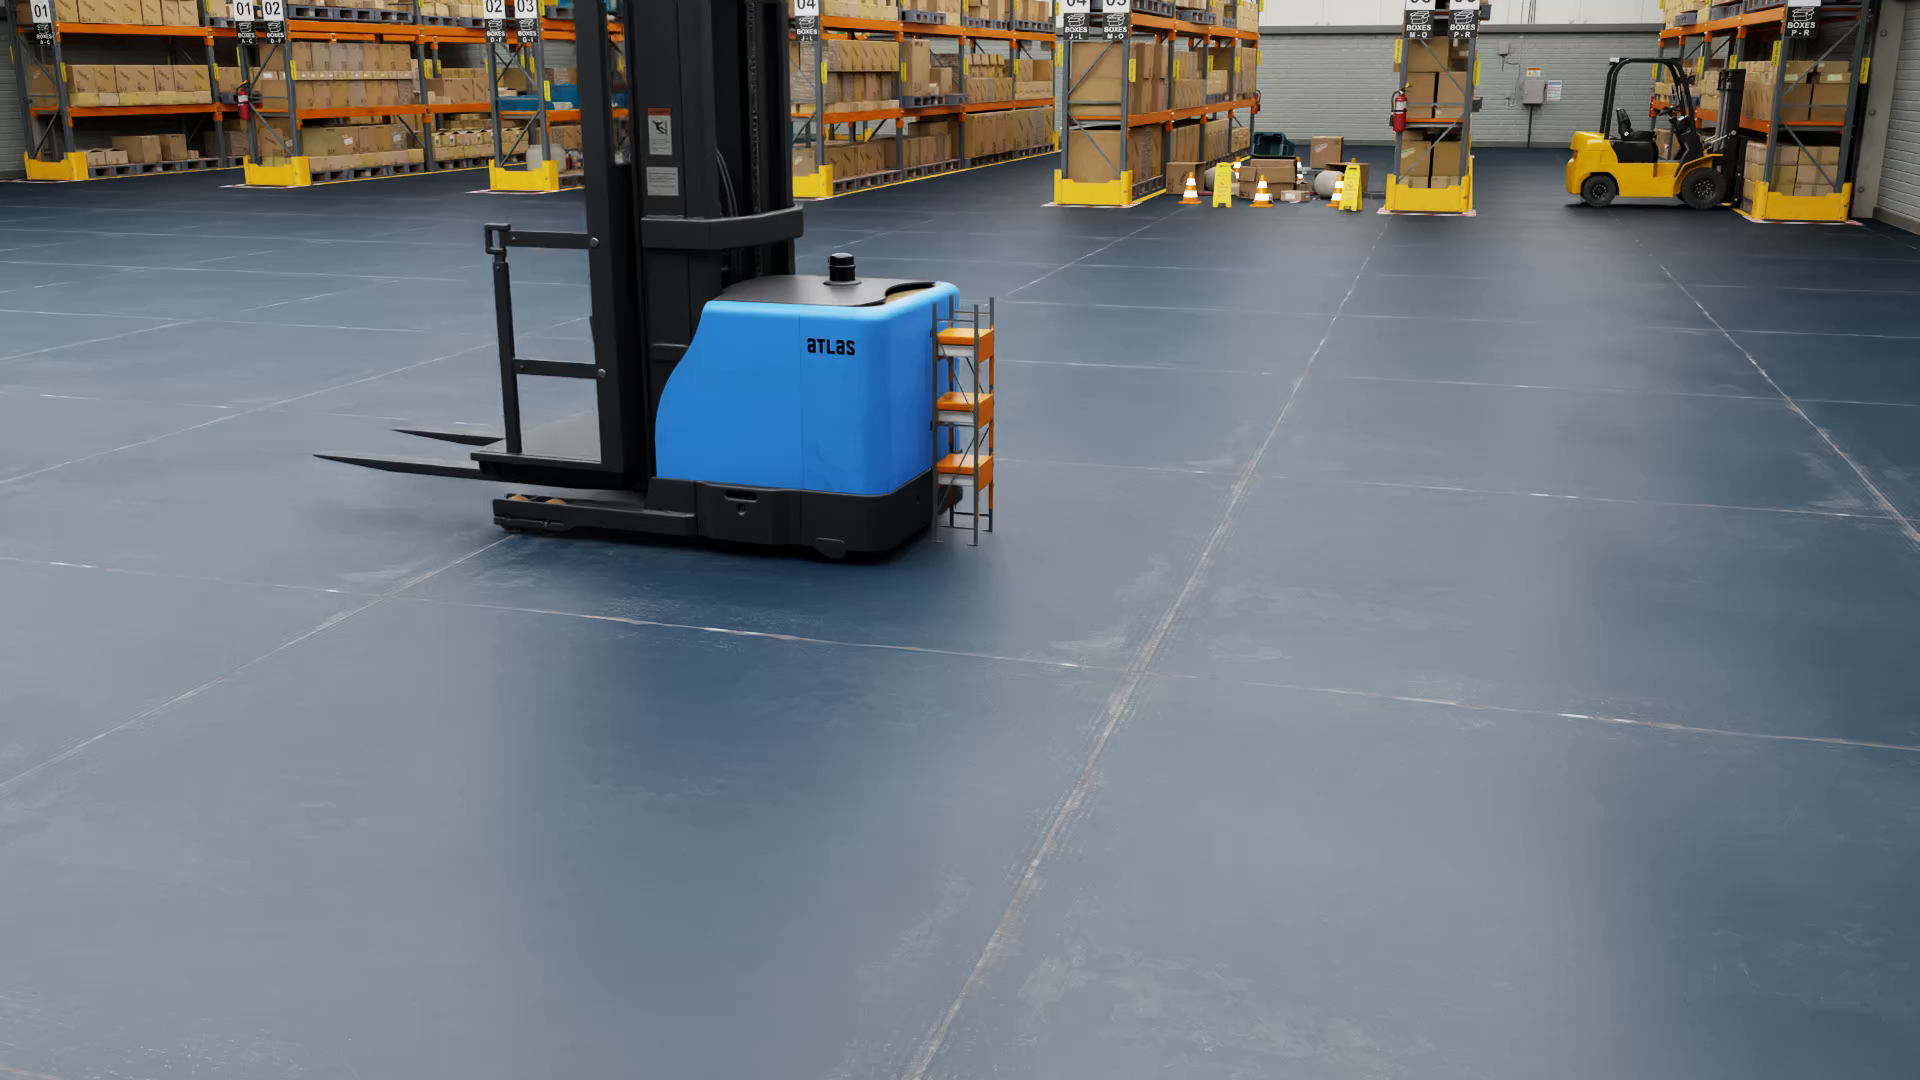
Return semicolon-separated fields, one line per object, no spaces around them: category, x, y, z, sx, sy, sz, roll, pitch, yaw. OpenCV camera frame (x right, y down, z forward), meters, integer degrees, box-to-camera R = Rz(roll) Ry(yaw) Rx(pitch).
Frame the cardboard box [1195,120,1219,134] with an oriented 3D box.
cardboard box;5.046;-8.498;34.230;0.500;0.250;0.500;5;17;16

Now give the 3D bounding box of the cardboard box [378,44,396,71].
cardboard box;-11.302;-9.272;31.961;0.700;0.500;0.500;5;16;16

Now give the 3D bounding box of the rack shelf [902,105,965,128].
rack shelf;-0.974;-8.257;32.260;1.077;0.370;4.000;5;16;16

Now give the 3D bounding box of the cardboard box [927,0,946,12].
cardboard box;-0.592;-10.450;32.079;0.500;0.500;0.500;5;17;17

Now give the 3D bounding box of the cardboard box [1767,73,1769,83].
cardboard box;11.670;-6.549;23.551;0.380;0.149;0.250;5;16;15

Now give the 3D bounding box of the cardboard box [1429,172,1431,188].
cardboard box;7.092;-5.648;26.015;0.500;0.250;0.500;4;16;14

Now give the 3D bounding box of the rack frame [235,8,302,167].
rack frame;-12.176;-7.802;29.340;1.000;3.000;0.127;5;16;16

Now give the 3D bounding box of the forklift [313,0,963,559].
forklift;-1.561;-1.554;7.435;3.031;2.935;1.130;5;17;19

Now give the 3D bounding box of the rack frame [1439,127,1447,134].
rack frame;7.959;-7.311;27.608;1.000;3.000;0.127;5;16;16

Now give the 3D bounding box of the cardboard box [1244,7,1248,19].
cardboard box;6.127;-11.741;37.087;0.500;0.250;0.500;5;17;17

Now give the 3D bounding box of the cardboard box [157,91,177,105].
cardboard box;-15.912;-8.759;32.953;0.500;0.250;0.500;5;16;16

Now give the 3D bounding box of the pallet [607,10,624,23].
pallet;-6.403;-9.619;30.596;1.213;0.211;1.003;5;16;16

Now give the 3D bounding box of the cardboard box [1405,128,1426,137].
cardboard box;6.991;-6.282;25.686;0.380;0.149;0.250;5;17;18

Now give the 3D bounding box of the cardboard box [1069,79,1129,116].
cardboard box;2.109;-6.795;25.513;0.875;0.550;0.550;5;16;16

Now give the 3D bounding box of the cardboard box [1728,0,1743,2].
cardboard box;12.909;-8.986;27.229;0.500;0.311;0.500;4;16;14

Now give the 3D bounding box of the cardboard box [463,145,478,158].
cardboard box;-10.396;-8.084;34.601;0.500;0.250;0.500;4;16;14

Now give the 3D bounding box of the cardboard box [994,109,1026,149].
cardboard box;0.995;-9.519;38.516;0.875;0.875;0.875;5;16;16

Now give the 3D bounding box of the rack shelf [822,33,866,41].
rack shelf;-3.450;-12.177;40.584;1.077;0.370;4.000;5;16;16

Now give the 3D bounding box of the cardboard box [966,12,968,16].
cardboard box;-0.141;-11.217;34.929;0.500;0.500;0.500;6;17;19

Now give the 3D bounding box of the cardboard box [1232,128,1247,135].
cardboard box;6.451;-9.490;38.656;0.380;0.149;0.250;5;17;18

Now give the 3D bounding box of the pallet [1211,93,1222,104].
pallet;4.844;-9.144;34.421;1.003;0.211;1.213;5;16;16

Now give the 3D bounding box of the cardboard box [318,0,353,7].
cardboard box;-11.442;-9.976;30.297;0.500;0.500;0.500;5;16;16

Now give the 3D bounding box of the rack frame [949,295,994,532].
rack frame;0.050;-0.551;7.348;0.200;1.050;0.008;5;16;16

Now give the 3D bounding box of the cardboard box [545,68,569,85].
cardboard box;-9.389;-10.543;38.051;0.700;0.500;0.500;8;18;26

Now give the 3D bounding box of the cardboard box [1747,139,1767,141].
cardboard box;11.995;-5.921;25.144;0.500;0.250;0.500;5;17;18

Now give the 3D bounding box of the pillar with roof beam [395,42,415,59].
pillar with roof beam;-10.019;-14.127;40.646;9.100;9.000;0.400;5;16;16

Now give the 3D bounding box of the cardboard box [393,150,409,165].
cardboard box;-11.113;-7.460;32.401;0.500;0.250;0.500;5;16;16

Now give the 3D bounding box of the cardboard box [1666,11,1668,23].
cardboard box;15.616;-11.351;36.085;0.500;0.250;0.500;5;17;17

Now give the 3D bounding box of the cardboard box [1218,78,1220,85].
cardboard box;5.238;-9.593;34.798;0.380;0.149;0.250;4;16;13

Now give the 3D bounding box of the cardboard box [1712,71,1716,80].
cardboard box;13.297;-8.065;28.893;0.380;0.149;0.250;5;17;16

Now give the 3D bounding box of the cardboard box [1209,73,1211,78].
cardboard box;4.862;-9.392;33.545;0.380;0.149;0.250;4;16;14

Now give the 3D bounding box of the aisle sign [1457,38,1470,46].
aisle sign;11.687;-11.696;38.304;0.394;0.787;0.004;5;16;16

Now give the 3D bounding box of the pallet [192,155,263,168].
pallet;-15.570;-8.094;35.479;1.003;0.211;1.213;5;16;16

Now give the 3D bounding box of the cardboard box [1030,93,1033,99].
cardboard box;1.502;-10.442;39.108;0.380;0.149;0.250;5;17;17

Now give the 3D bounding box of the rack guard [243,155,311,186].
rack guard;-12.183;-6.593;29.659;1.175;0.500;0.348;5;16;16

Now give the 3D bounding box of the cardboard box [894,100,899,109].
cardboard box;-1.322;-7.880;30.073;0.380;0.149;0.250;5;16;16

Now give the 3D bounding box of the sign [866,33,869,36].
sign;-2.349;-12.957;42.210;0.100;0.325;0.005;5;16;16

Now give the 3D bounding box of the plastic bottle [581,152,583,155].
plastic bottle;-7.059;-7.100;31.036;0.061;0.283;0.133;5;17;18

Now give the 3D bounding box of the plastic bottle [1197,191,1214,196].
plastic bottle;4.037;-5.673;27.219;0.283;0.061;0.133;-1;16;-3

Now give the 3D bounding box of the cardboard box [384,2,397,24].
cardboard box;-13.968;-12.655;39.963;0.700;0.500;0.500;4;16;15

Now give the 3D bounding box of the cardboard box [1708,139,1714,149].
cardboard box;13.296;-6.523;28.413;0.875;0.625;0.625;4;16;14

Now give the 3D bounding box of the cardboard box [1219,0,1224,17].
cardboard box;5.244;-11.364;35.447;0.700;0.500;0.500;5;16;16

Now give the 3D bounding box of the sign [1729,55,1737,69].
sign;12.196;-7.486;26.247;0.100;0.325;0.005;5;16;16

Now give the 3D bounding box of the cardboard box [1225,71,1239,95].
cardboard box;5.840;-10.063;36.581;0.500;0.500;0.500;4;16;15

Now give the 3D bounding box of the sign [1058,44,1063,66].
sign;1.531;-7.339;25.149;0.100;0.325;0.005;5;16;16

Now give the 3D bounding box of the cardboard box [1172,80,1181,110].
cardboard box;3.592;-7.833;29.266;0.500;0.500;0.500;5;17;16

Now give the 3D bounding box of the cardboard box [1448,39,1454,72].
cardboard box;7.230;-7.480;25.644;0.700;0.500;0.500;5;16;16

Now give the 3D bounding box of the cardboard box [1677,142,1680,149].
cardboard box;14.351;-7.640;32.580;0.500;0.500;0.500;4;16;14

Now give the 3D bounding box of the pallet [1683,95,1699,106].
pallet;14.404;-8.390;31.765;1.003;0.211;1.213;5;16;16

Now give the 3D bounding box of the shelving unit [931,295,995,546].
shelving unit;0.015;-0.519;7.235;0.215;1.050;0.252;5;16;16

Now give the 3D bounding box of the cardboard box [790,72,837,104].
cardboard box;-2.497;-7.366;27.073;0.875;0.500;0.500;5;16;16

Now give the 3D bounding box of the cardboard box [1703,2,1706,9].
cardboard box;14.116;-9.982;31.073;0.380;0.149;0.250;5;17;18

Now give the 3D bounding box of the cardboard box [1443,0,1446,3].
cardboard box;7.496;-8.158;24.825;0.500;0.250;0.500;5;17;18

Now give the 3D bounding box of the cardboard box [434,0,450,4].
cardboard box;-10.687;-11.091;33.570;0.500;0.500;0.500;6;17;21

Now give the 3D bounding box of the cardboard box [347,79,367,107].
cardboard box;-11.594;-8.377;31.182;0.700;0.500;0.500;5;17;18

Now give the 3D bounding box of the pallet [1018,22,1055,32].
pallet;1.667;-12.424;40.302;1.003;0.211;1.213;5;16;16
